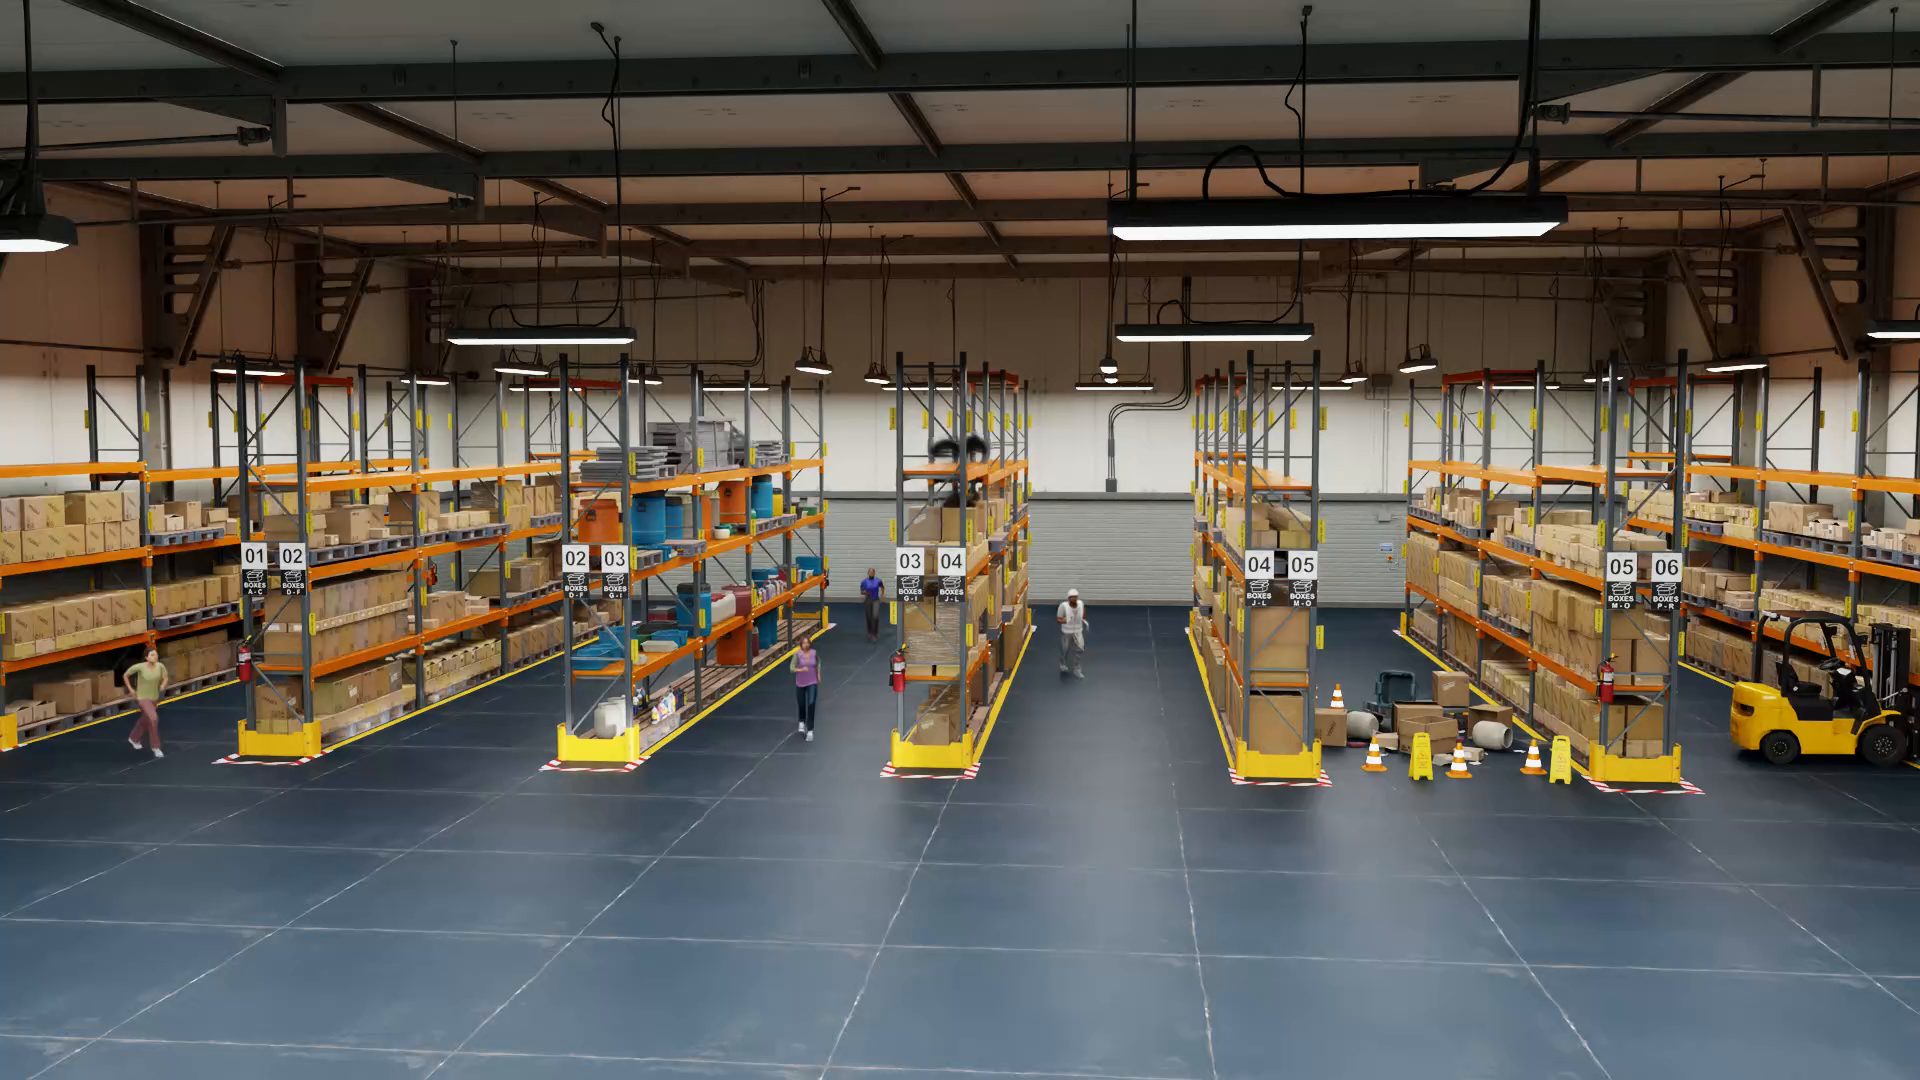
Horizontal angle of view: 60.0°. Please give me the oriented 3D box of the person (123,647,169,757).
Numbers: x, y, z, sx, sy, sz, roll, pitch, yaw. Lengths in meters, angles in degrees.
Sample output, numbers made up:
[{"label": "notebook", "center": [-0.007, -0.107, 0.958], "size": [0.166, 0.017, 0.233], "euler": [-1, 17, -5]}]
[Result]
[{"label": "person", "center": [-12.293, 2.422, 25.041], "size": [0.873, 1.669, 0.605], "euler": [3, 5, 33]}]

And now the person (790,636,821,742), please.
[{"label": "person", "center": [-2.446, 2.314, 26.336], "size": [0.507, 1.625, 0.822], "euler": [-1, 4, -8]}]

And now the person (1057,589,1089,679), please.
[{"label": "person", "center": [2.203, 1.817, 32.600], "size": [0.712, 1.753, 1.000], "euler": [-1, 4, -11]}]

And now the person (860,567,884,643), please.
[{"label": "person", "center": [-2.009, 1.479, 37.957], "size": [0.539, 1.715, 0.848], "euler": [0, 4, 0]}]
